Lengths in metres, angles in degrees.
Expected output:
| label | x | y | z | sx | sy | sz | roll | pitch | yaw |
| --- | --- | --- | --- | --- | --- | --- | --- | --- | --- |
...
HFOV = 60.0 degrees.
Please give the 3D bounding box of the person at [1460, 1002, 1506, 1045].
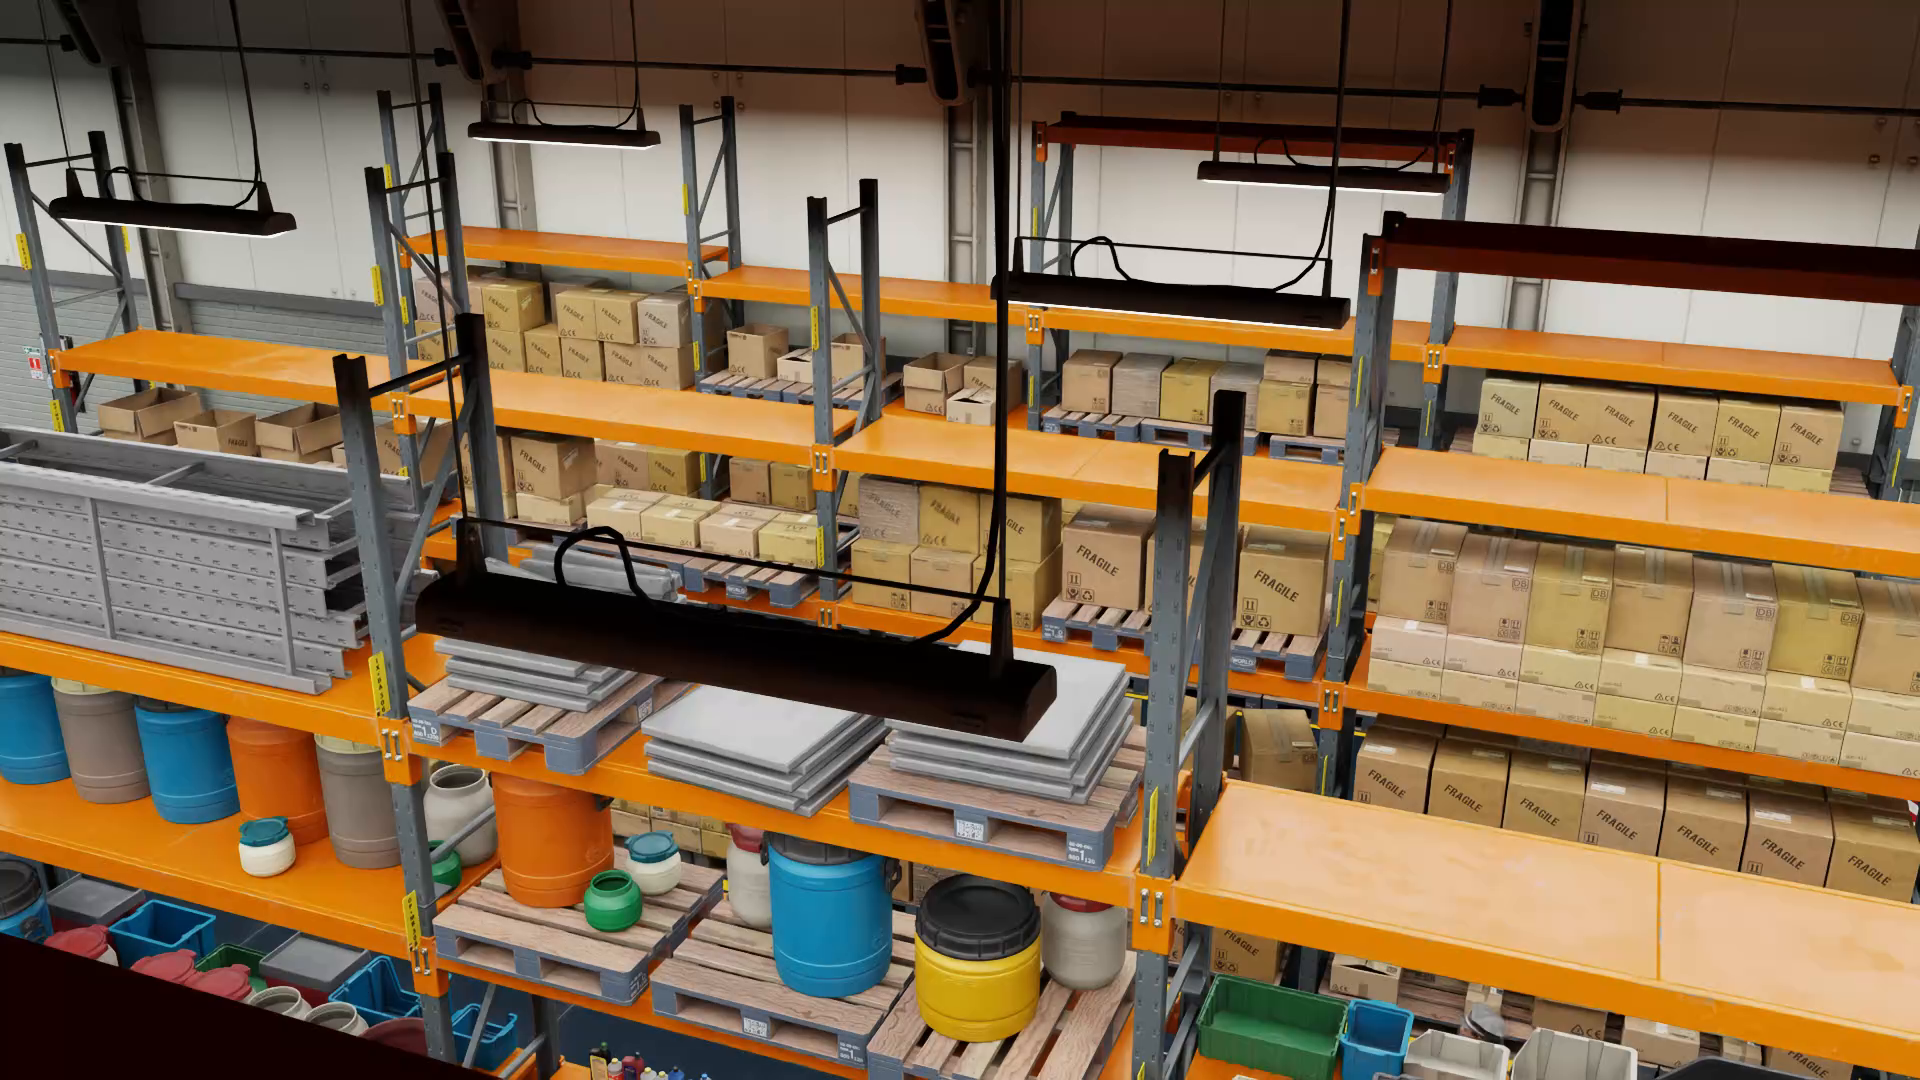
| label | x | y | z | sx | sy | sz | roll | pitch | yaw |
| --- | --- | --- | --- | --- | --- | --- | --- | --- | --- |
| person | 3.175 | 3.642 | 10.489 | 1.061 | 1.622 | 0.469 | 4 | 21 | 10 |
